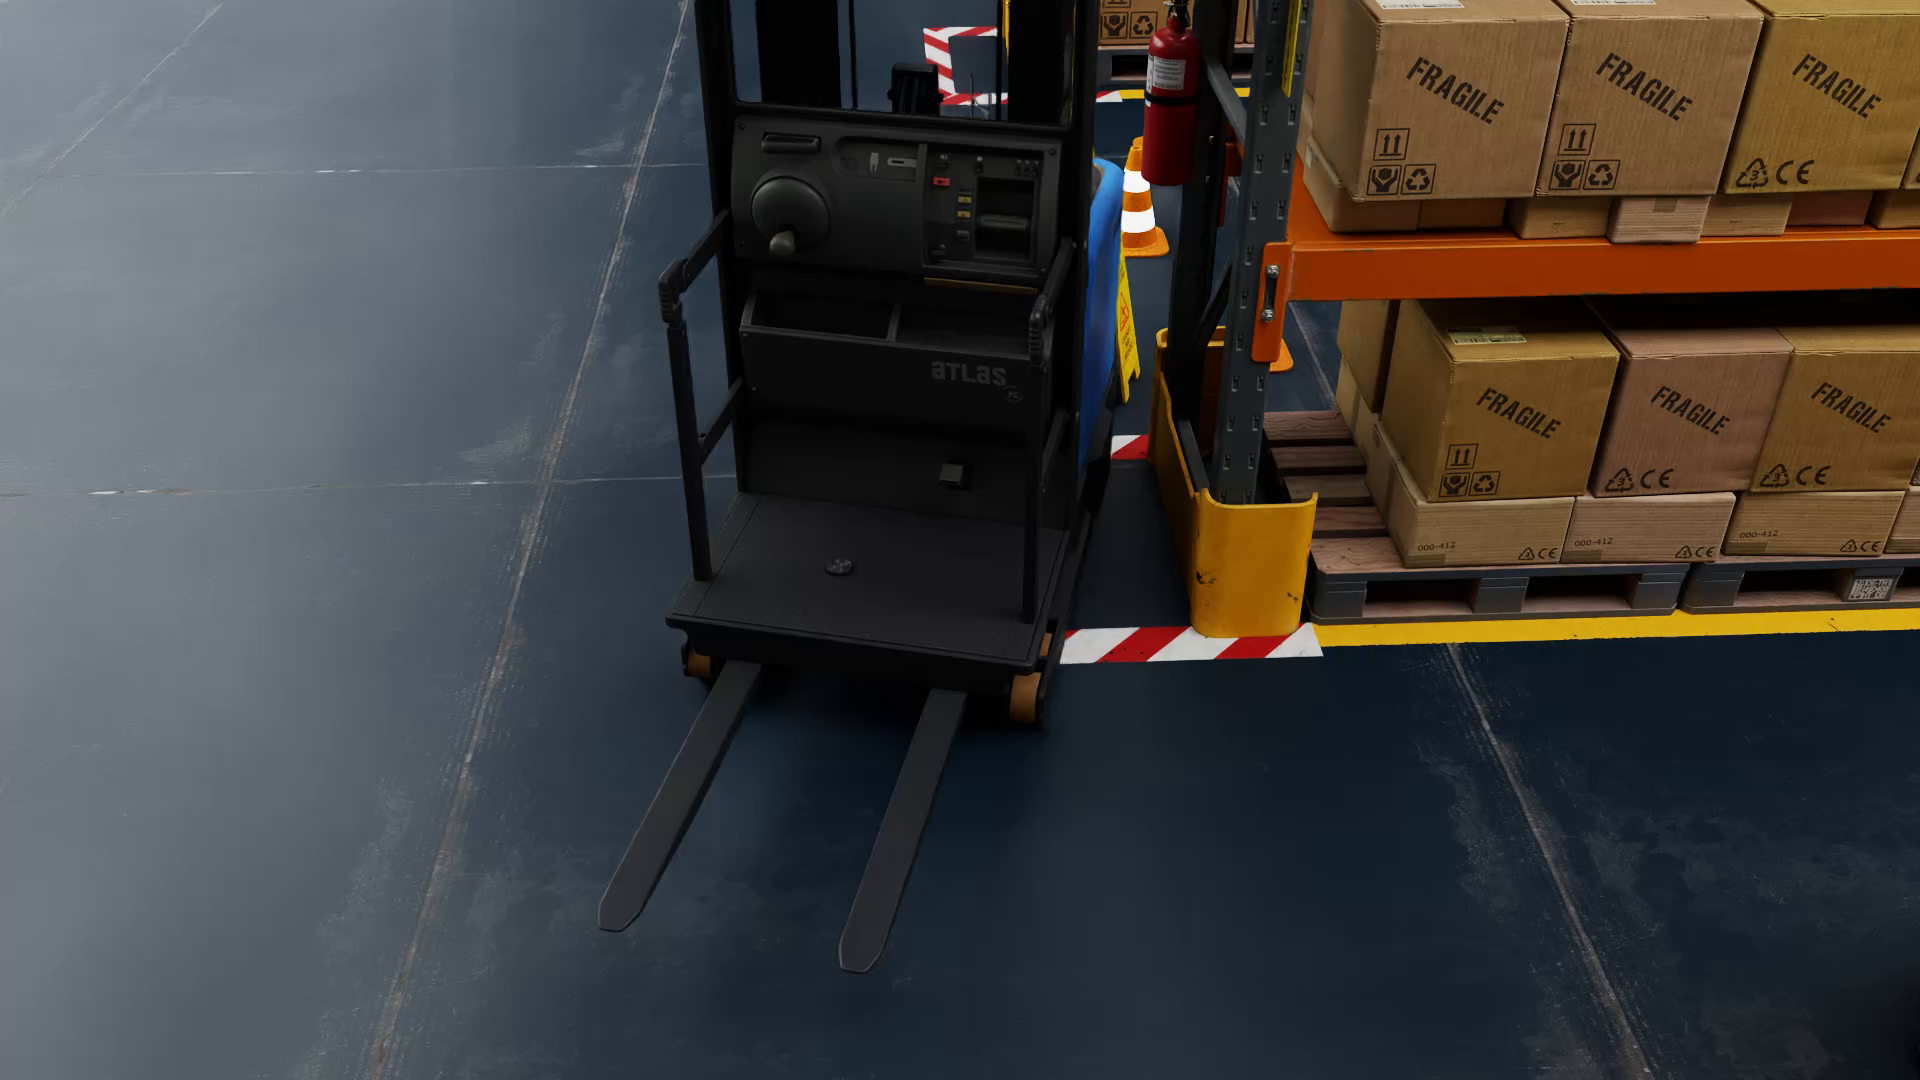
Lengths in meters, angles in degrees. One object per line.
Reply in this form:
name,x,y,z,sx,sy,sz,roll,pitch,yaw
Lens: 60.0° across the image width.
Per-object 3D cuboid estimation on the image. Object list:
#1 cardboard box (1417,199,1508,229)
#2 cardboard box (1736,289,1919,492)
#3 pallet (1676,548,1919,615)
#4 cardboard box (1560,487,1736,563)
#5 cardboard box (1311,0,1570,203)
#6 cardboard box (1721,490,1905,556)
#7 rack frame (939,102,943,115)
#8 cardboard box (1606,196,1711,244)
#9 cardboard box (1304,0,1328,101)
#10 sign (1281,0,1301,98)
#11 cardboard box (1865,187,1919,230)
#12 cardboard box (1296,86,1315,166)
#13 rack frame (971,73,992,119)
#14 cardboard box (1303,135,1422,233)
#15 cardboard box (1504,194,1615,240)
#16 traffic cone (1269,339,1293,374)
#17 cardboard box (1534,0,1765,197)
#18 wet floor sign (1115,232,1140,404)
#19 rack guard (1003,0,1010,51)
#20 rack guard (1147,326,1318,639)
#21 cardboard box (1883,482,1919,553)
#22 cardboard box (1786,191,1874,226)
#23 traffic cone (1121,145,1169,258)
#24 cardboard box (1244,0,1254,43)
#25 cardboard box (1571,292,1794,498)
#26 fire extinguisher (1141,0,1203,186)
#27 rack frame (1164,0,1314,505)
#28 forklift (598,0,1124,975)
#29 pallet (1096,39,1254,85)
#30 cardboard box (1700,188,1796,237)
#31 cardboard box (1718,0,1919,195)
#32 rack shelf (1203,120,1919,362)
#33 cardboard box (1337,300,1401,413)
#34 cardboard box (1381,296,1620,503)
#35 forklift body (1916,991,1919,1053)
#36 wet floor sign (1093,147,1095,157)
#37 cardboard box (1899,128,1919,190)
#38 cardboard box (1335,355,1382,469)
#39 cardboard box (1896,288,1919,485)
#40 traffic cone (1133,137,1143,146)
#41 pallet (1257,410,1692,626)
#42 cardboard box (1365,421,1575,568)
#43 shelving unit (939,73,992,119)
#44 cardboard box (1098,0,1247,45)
cardboard box,1.420,-1.057,4.862,0.250,0.149,0.380,-1,35,-2
cardboard box,2.685,-0.495,5.218,0.500,0.500,0.500,-1,35,-1
pallet,2.924,-0.142,5.770,1.213,0.211,1.003,-2,35,-2
cardboard box,2.148,-0.170,5.407,0.500,0.250,0.500,0,35,-1
cardboard box,1.305,-1.272,4.603,0.500,0.500,0.500,-2,35,-3
cardboard box,2.693,-0.192,5.438,0.500,0.250,0.500,1,35,1
rack frame,-0.095,-1.127,6.320,0.006,1.200,0.240,-10,35,-13
cardboard box,1.944,-0.999,4.778,0.250,0.149,0.380,-1,35,-1
cardboard box,1.348,-1.588,5.060,0.500,0.500,0.500,-2,35,-3
sign,0.845,-1.301,4.234,0.005,0.325,0.100,-2,35,-2
cardboard box,2.727,-1.056,4.861,0.250,0.149,0.380,-2,35,-3
cardboard box,1.183,-1.282,5.187,0.250,0.149,0.380,0,35,-1
rack frame,0.081,-1.156,6.362,0.006,1.200,0.240,-10,35,-13
cardboard box,1.168,-1.042,4.840,0.250,0.149,0.380,-1,35,-2
cardboard box,1.689,-1.018,4.806,0.250,0.149,0.380,-3,35,-4
traffic cone,1.188,-0.955,6.724,0.334,0.463,0.336,-2,35,-2
cardboard box,1.823,-1.288,4.626,0.500,0.500,0.500,-1,35,-1
wet floor sign,0.579,-0.889,6.467,0.232,0.644,0.267,10,36,14
rack guard,0.460,-3.036,9.698,0.348,0.500,1.175,-2,35,-2
rack guard,0.895,-0.228,5.640,0.348,0.500,1.175,-2,35,-2
cardboard box,3.197,-0.204,5.456,0.500,0.250,0.500,-1,35,-1
cardboard box,2.462,-1.066,4.875,0.250,0.149,0.380,0,35,-1
traffic cone,0.796,-1.577,7.622,0.334,0.463,0.336,-2,35,-2
cardboard box,2.037,-3.444,9.589,0.875,0.875,0.875,-2,35,-3
cardboard box,2.184,-0.486,5.205,0.500,0.500,0.500,-3,35,-4
fire extinguisher,0.683,-1.481,5.322,0.183,0.674,0.296,-2,35,-2
rack frame,0.819,-1.254,4.926,0.127,3.000,1.000,-2,35,-2
forklift,-0.228,-0.889,4.459,1.130,2.935,3.031,7,35,10
pallet,1.279,-2.984,9.876,1.213,0.211,1.003,-2,35,-2
cardboard box,2.201,-1.025,4.815,0.250,0.149,0.380,-1,35,-1
cardboard box,2.332,-1.302,4.647,0.500,0.500,0.500,-2,35,-3
rack shelf,2.817,-1.012,5.208,4.000,0.370,1.077,-2,35,-2
cardboard box,1.607,-0.774,5.621,0.500,0.500,0.500,-1,35,-2
cardboard box,1.662,-0.470,5.181,0.500,0.500,0.500,-3,35,-4
forklift body,2.866,0.829,2.663,1.214,2.155,2.313,-2,35,-2
wet floor sign,0.549,-1.970,8.030,0.232,0.644,0.267,-7,35,-10
cardboard box,2.839,-1.321,4.673,0.500,0.500,0.500,-2,35,-3
cardboard box,1.638,-0.471,5.842,0.500,0.250,0.500,-2,35,-2
cardboard box,3.219,-0.514,5.245,0.500,0.500,0.500,0,35,0
traffic cone,1.082,-2.229,8.564,0.334,0.463,0.336,-2,35,-2
pallet,1.708,-0.111,5.725,1.213,0.211,1.003,-2,35,-2
cardboard box,1.638,-0.160,5.393,0.500,0.250,0.500,-2,35,-3
shelving unit,-0.007,-1.141,6.341,0.189,1.200,0.258,-10,35,-13
cardboard box,1.158,-3.420,9.553,0.875,0.875,0.875,-1,35,-2
